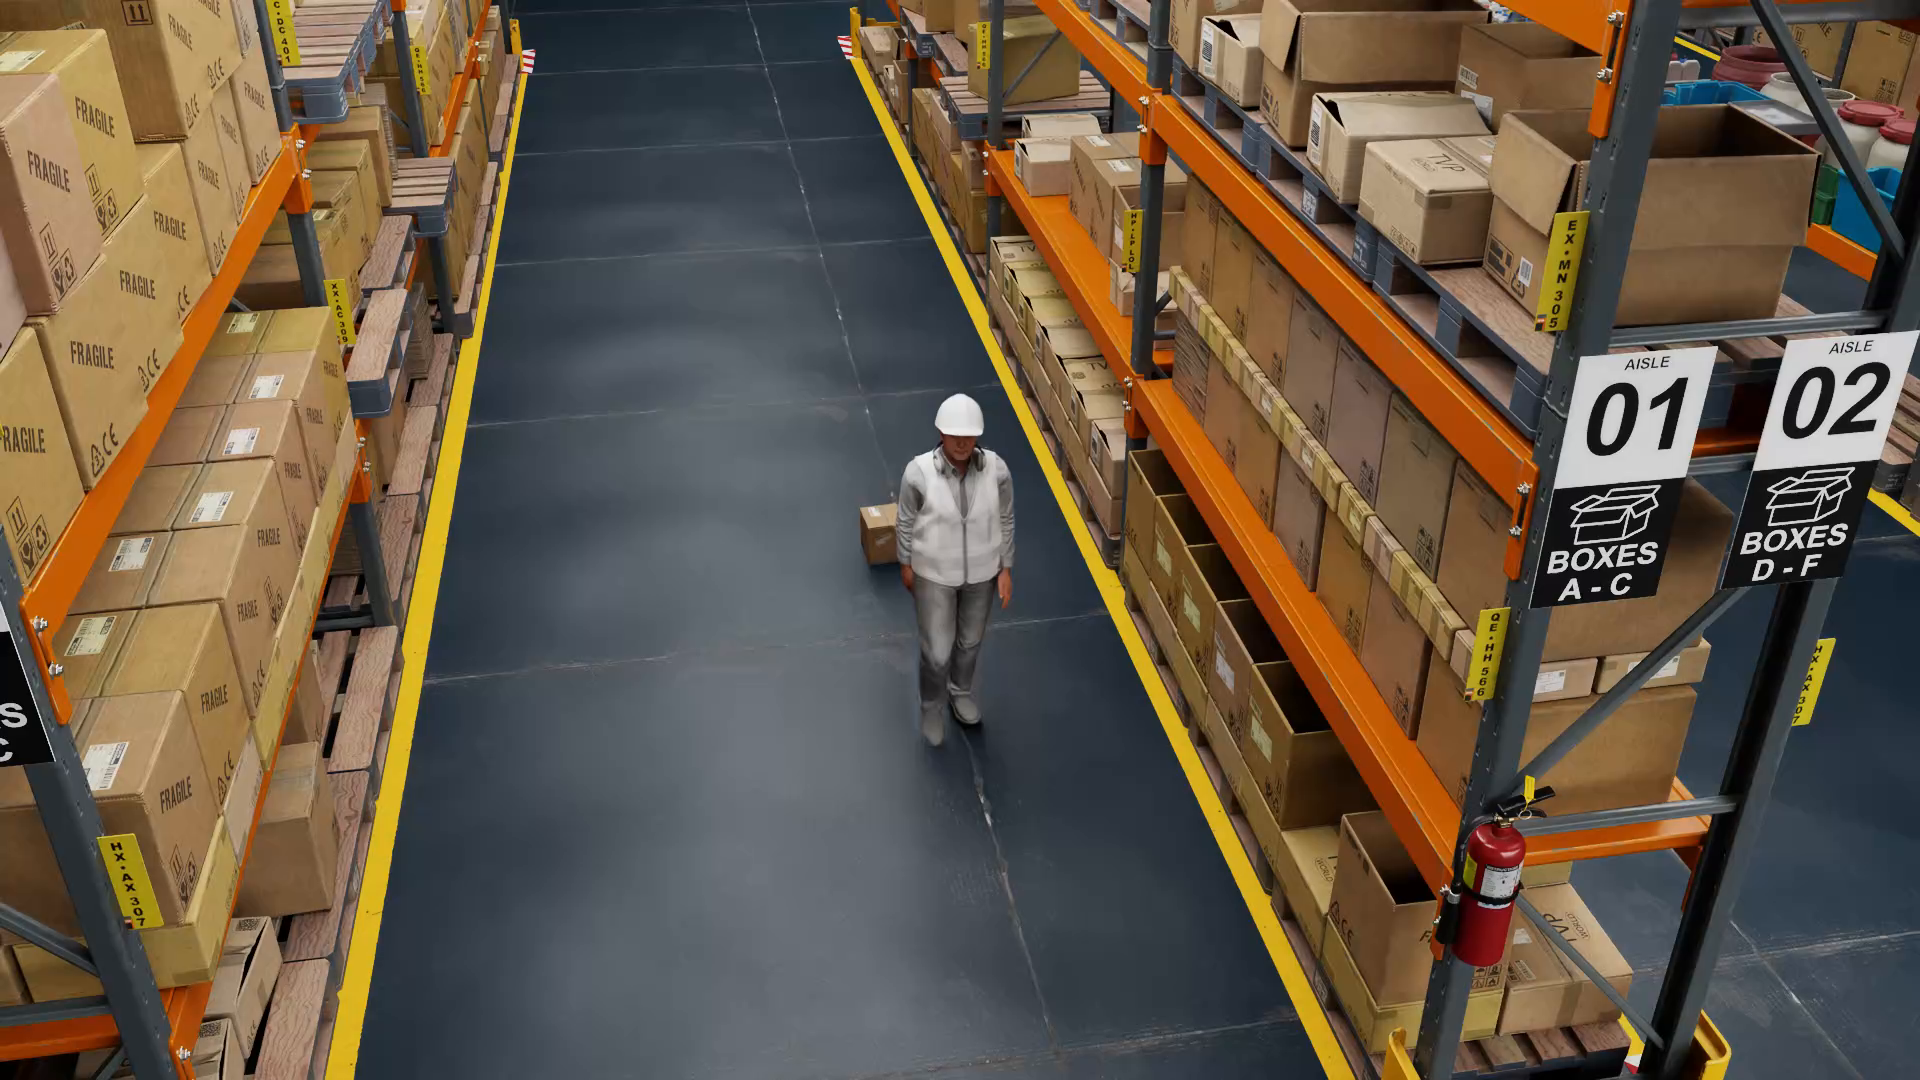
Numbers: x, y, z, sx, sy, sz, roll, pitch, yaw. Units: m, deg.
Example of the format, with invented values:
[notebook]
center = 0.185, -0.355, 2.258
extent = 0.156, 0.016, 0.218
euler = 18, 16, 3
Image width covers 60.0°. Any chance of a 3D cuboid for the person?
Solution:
[person]
center = -0.006, 0.164, 7.829
extent = 0.547, 1.816, 0.501
euler = -8, 31, -13
